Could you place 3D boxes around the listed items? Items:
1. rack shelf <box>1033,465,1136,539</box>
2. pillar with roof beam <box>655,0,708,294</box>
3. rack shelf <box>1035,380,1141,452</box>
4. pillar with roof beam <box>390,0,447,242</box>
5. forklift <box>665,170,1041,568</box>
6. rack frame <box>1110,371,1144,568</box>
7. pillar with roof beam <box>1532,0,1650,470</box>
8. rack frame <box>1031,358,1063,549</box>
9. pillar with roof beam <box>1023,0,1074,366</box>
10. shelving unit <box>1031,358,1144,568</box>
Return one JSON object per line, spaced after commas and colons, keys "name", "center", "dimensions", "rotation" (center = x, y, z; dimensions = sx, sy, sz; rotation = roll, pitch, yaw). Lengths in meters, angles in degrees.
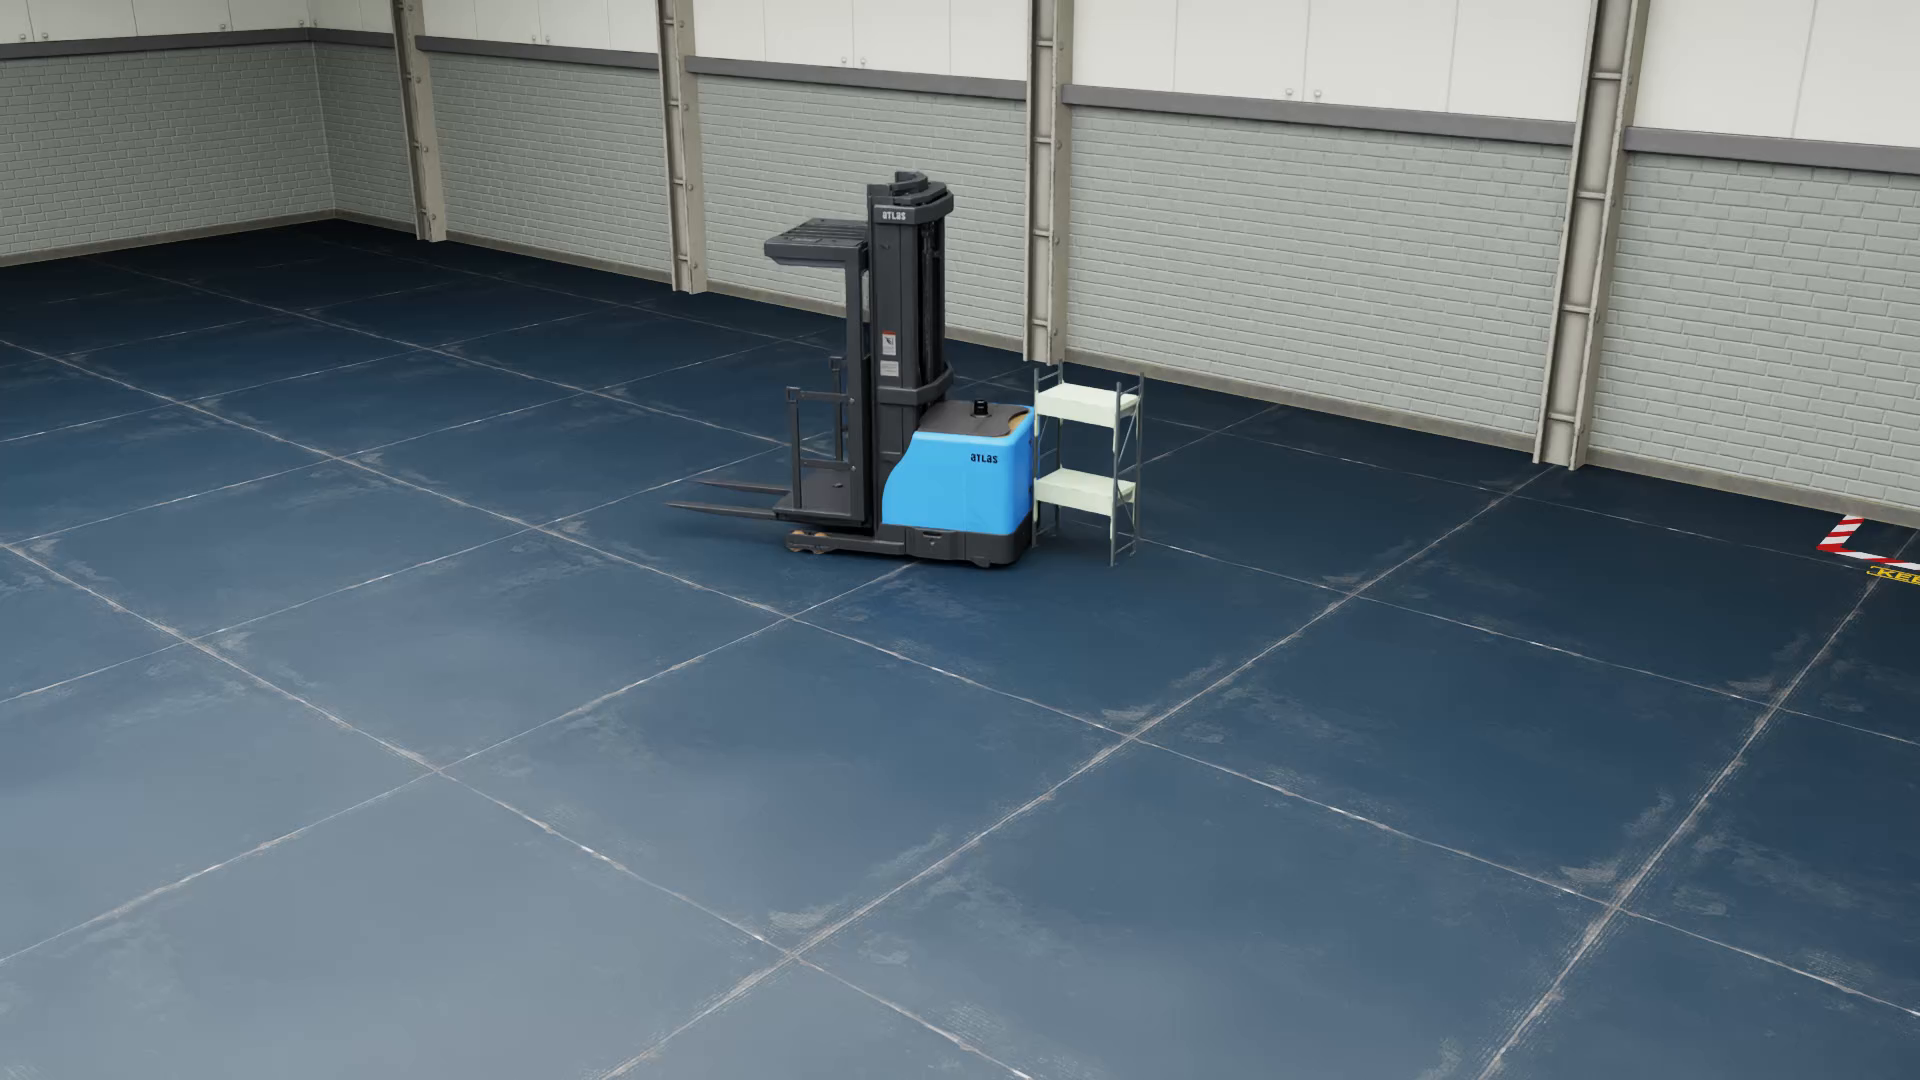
{"name": "rack shelf", "center": [1.004, -0.312, 13.294], "dimensions": [0.720, 0.370, 0.431], "rotation": [13, 24, 32]}
{"name": "pillar with roof beam", "center": [-6.398, -6.439, 17.989], "dimensions": [0.400, 9.000, 9.100], "rotation": [16, 26, 36]}
{"name": "rack shelf", "center": [1.004, -0.982, 13.041], "dimensions": [0.720, 0.370, 0.431], "rotation": [13, 24, 32]}
{"name": "pillar with roof beam", "center": [-11.047, -7.778, 21.539], "dimensions": [0.400, 9.000, 9.100], "rotation": [16, 26, 36]}
{"name": "forklift", "center": [-0.910, -1.431, 13.308], "dimensions": [3.031, 2.935, 1.130], "rotation": [6, 21, 15]}
{"name": "rack frame", "center": [1.306, -0.545, 12.987], "dimensions": [0.023, 1.500, 0.400], "rotation": [13, 24, 32]}
{"name": "pillar with roof beam", "center": [2.899, -3.762, 10.890], "dimensions": [0.400, 9.000, 9.100], "rotation": [16, 26, 36]}
{"name": "rack frame", "center": [0.701, -0.690, 13.371], "dimensions": [0.023, 1.500, 0.400], "rotation": [13, 24, 32]}
{"name": "pillar with roof beam", "center": [-1.750, -5.100, 14.440], "dimensions": [0.400, 9.000, 9.100], "rotation": [16, 26, 36]}
{"name": "shelving unit", "center": [1.004, -0.617, 13.179], "dimensions": [0.755, 1.500, 0.431], "rotation": [13, 24, 32]}
